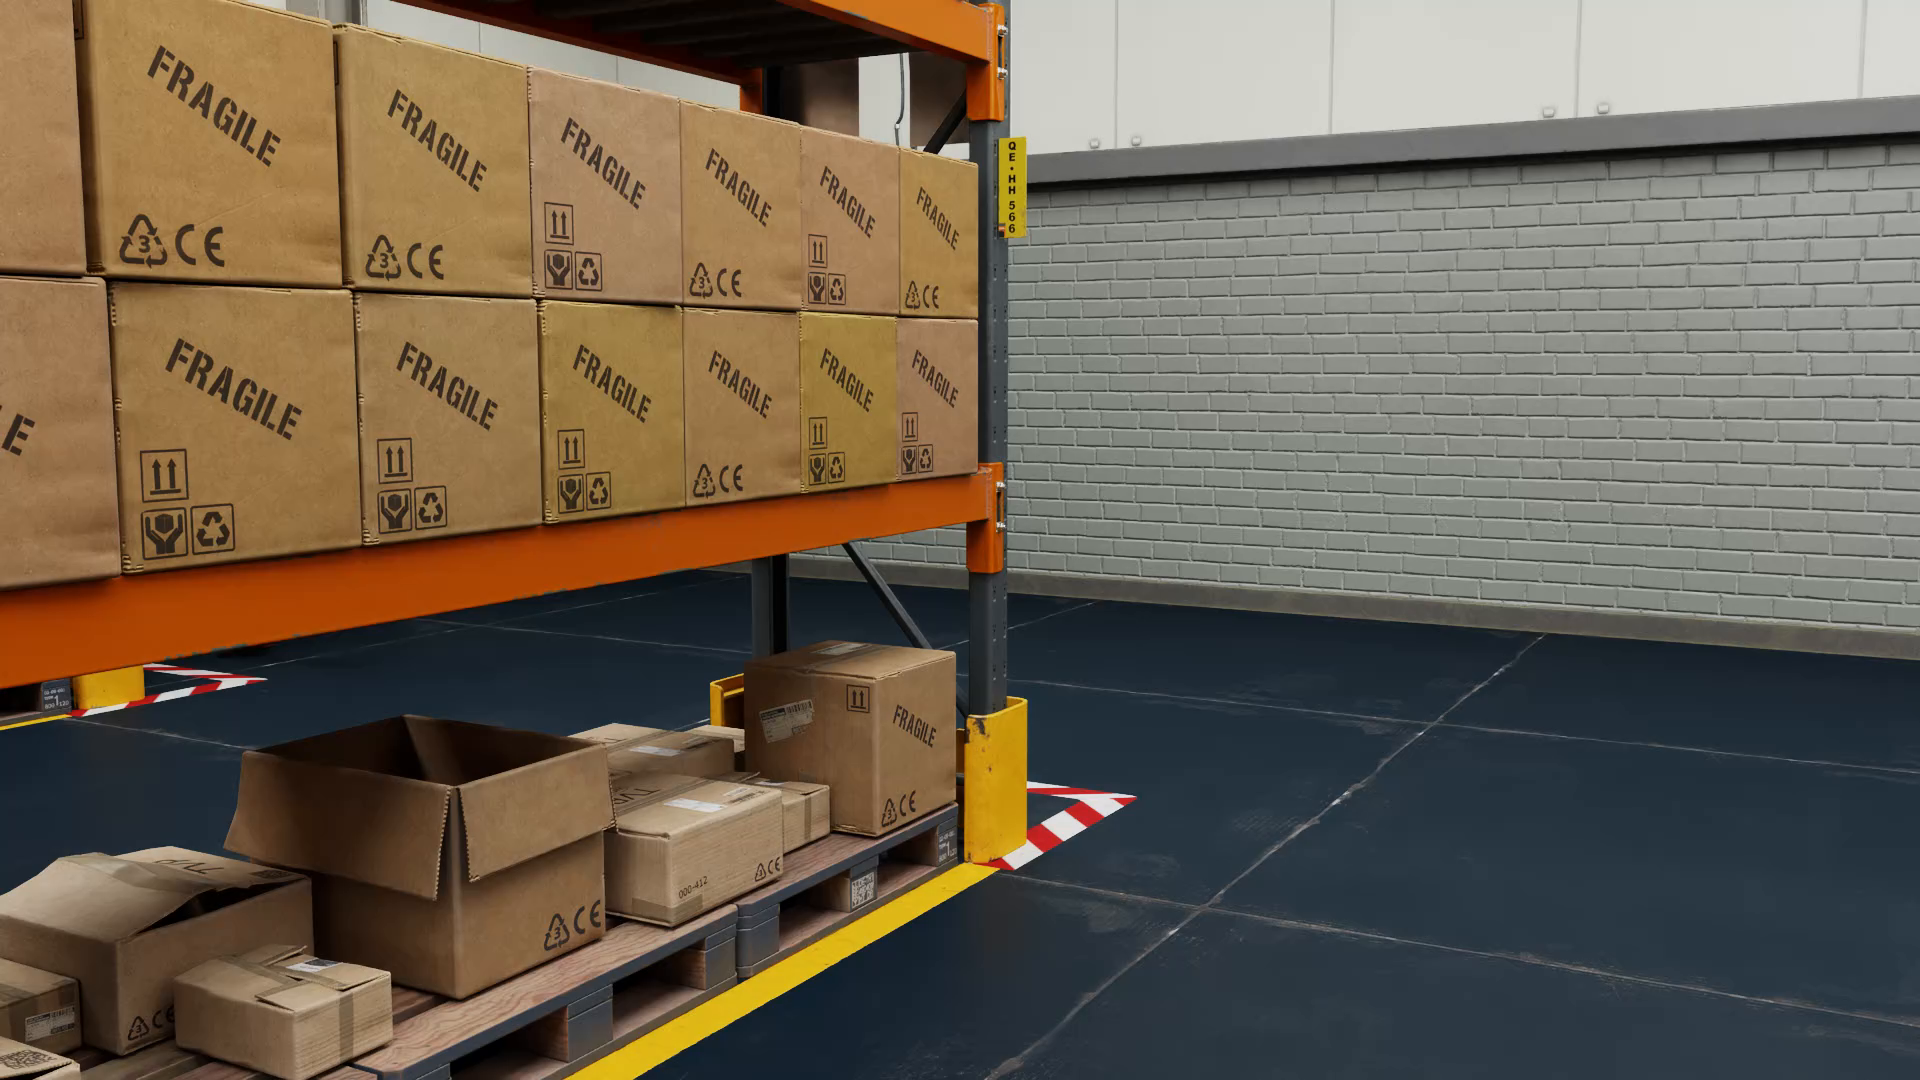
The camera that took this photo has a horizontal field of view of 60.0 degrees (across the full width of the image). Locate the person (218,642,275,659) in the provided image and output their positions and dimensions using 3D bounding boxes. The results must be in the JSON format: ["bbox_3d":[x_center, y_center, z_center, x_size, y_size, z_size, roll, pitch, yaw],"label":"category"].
[{"bbox_3d":[-4.127,-0.163,9.443,0.430,1.656,0.475,2,6,21],"label":"person"}]
